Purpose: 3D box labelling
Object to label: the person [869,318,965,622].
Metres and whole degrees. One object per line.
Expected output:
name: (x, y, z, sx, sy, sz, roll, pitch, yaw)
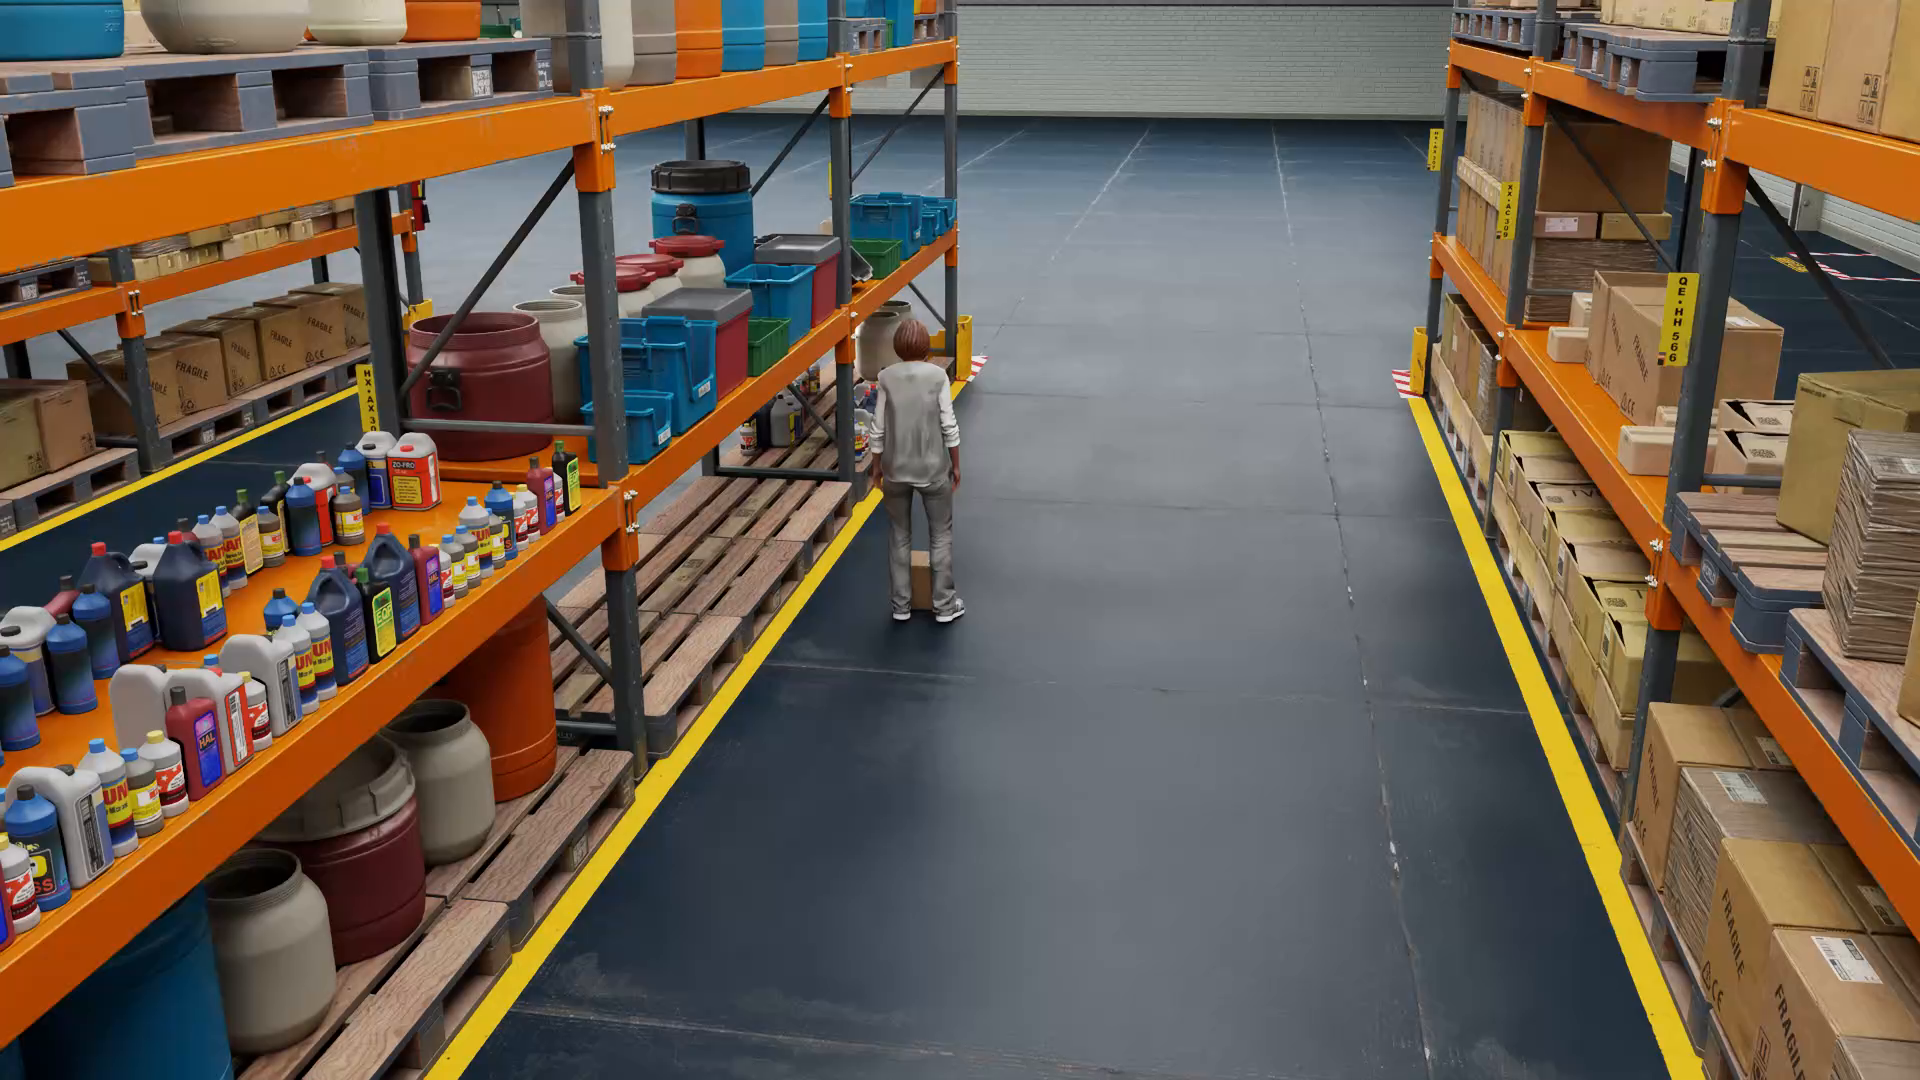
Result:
person: (-0.224, -0.341, 8.629, 0.485, 1.583, 0.342, 2, 18, 6)
